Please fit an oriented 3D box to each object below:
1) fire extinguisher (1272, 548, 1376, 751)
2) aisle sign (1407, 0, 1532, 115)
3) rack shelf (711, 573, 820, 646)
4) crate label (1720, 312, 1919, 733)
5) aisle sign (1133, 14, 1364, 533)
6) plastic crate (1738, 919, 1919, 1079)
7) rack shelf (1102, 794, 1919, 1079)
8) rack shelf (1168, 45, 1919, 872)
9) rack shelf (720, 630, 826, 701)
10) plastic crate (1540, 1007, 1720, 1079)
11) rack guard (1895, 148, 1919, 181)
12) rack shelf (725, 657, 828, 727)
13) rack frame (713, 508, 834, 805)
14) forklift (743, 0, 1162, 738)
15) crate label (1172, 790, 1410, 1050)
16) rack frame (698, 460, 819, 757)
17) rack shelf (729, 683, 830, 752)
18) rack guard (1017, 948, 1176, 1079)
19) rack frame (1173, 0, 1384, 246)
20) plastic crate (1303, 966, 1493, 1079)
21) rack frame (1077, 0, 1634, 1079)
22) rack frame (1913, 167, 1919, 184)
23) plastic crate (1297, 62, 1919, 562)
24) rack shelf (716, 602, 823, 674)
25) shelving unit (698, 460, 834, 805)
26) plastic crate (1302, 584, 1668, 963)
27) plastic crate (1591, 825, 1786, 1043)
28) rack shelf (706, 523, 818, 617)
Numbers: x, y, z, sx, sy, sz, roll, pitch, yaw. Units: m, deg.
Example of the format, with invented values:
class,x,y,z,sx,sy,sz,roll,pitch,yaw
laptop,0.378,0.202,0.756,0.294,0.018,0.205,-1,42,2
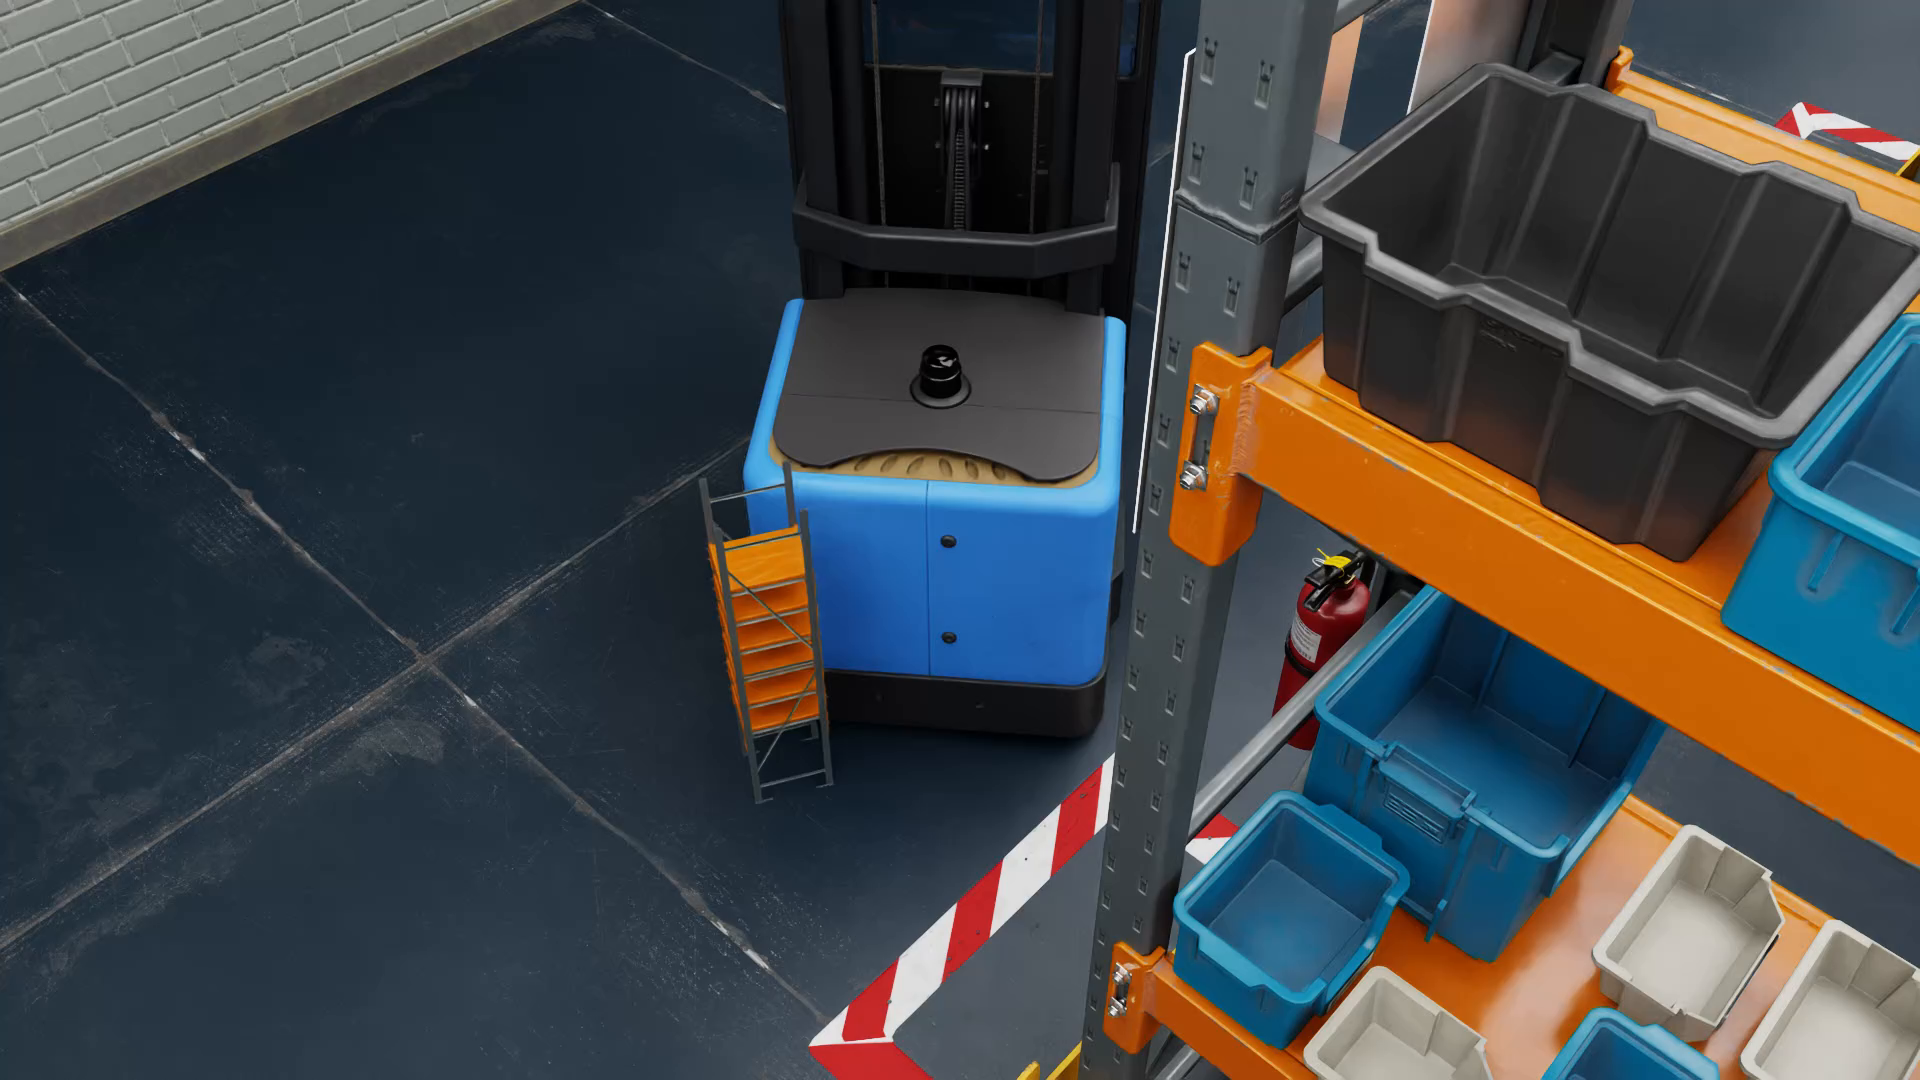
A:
class,x,y,z,sx,sy,sz,roll,pitch,yaw
fire extinguisher,0.842,0.217,3.798,0.183,0.674,0.296,34,55,28
aisle sign,0.791,-0.702,2.568,0.004,0.787,0.394,34,55,28
rack shelf,-0.526,0.161,4.508,0.258,0.103,0.180,-13,48,-12
crate label,1.104,0.034,1.705,0.502,0.251,0.408,34,55,28
aisle sign,0.390,-0.386,2.271,0.004,0.787,0.394,34,55,28
plastic crate,1.570,0.908,2.980,0.243,0.136,0.396,34,55,28
rack shelf,2.115,1.616,2.669,4.000,0.370,1.077,34,55,28
rack shelf,2.115,0.589,1.575,4.000,0.370,1.077,34,55,28
rack shelf,-0.526,0.325,4.683,0.258,0.103,0.180,-13,48,-12
plastic crate,1.087,1.041,2.788,0.300,0.233,0.416,34,55,28
rack guard,3.986,-1.429,6.749,0.348,0.500,1.175,34,55,28
rack shelf,-0.526,0.407,4.771,0.258,0.103,0.180,-13,48,-12
rack frame,-0.499,0.358,4.591,0.240,1.200,0.006,-13,48,-12
forklift,0.048,-1.477,5.126,1.130,2.935,3.031,4,47,4
crate label,0.603,0.716,3.094,0.303,0.233,0.416,34,55,28
rack frame,-0.554,0.230,4.710,0.240,1.200,0.006,-13,48,-12
rack shelf,-0.527,0.489,4.858,0.258,0.103,0.180,-13,48,-12
rack guard,0.618,1.231,4.251,0.348,0.500,1.175,34,55,28
rack frame,0.645,-1.673,1.148,0.127,3.000,1.000,34,55,28
plastic crate,0.783,0.952,2.939,0.298,0.136,0.250,34,55,28
rack frame,0.645,0.381,3.335,0.127,3.000,1.000,34,55,28
rack frame,4.004,-2.273,5.826,0.127,3.000,1.000,34,55,28
plastic crate,0.739,-0.262,1.970,0.590,0.269,0.497,34,55,28
rack shelf,-0.526,0.243,4.595,0.258,0.103,0.180,-13,48,-12
shelving unit,-0.526,0.294,4.650,0.258,1.200,0.189,-13,48,-12
plastic crate,1.018,0.413,3.239,0.499,0.435,0.616,34,55,28
plastic crate,1.367,0.757,3.122,0.243,0.136,0.396,34,55,28
rack shelf,-0.526,0.079,4.420,0.258,0.103,0.180,-13,48,-12
